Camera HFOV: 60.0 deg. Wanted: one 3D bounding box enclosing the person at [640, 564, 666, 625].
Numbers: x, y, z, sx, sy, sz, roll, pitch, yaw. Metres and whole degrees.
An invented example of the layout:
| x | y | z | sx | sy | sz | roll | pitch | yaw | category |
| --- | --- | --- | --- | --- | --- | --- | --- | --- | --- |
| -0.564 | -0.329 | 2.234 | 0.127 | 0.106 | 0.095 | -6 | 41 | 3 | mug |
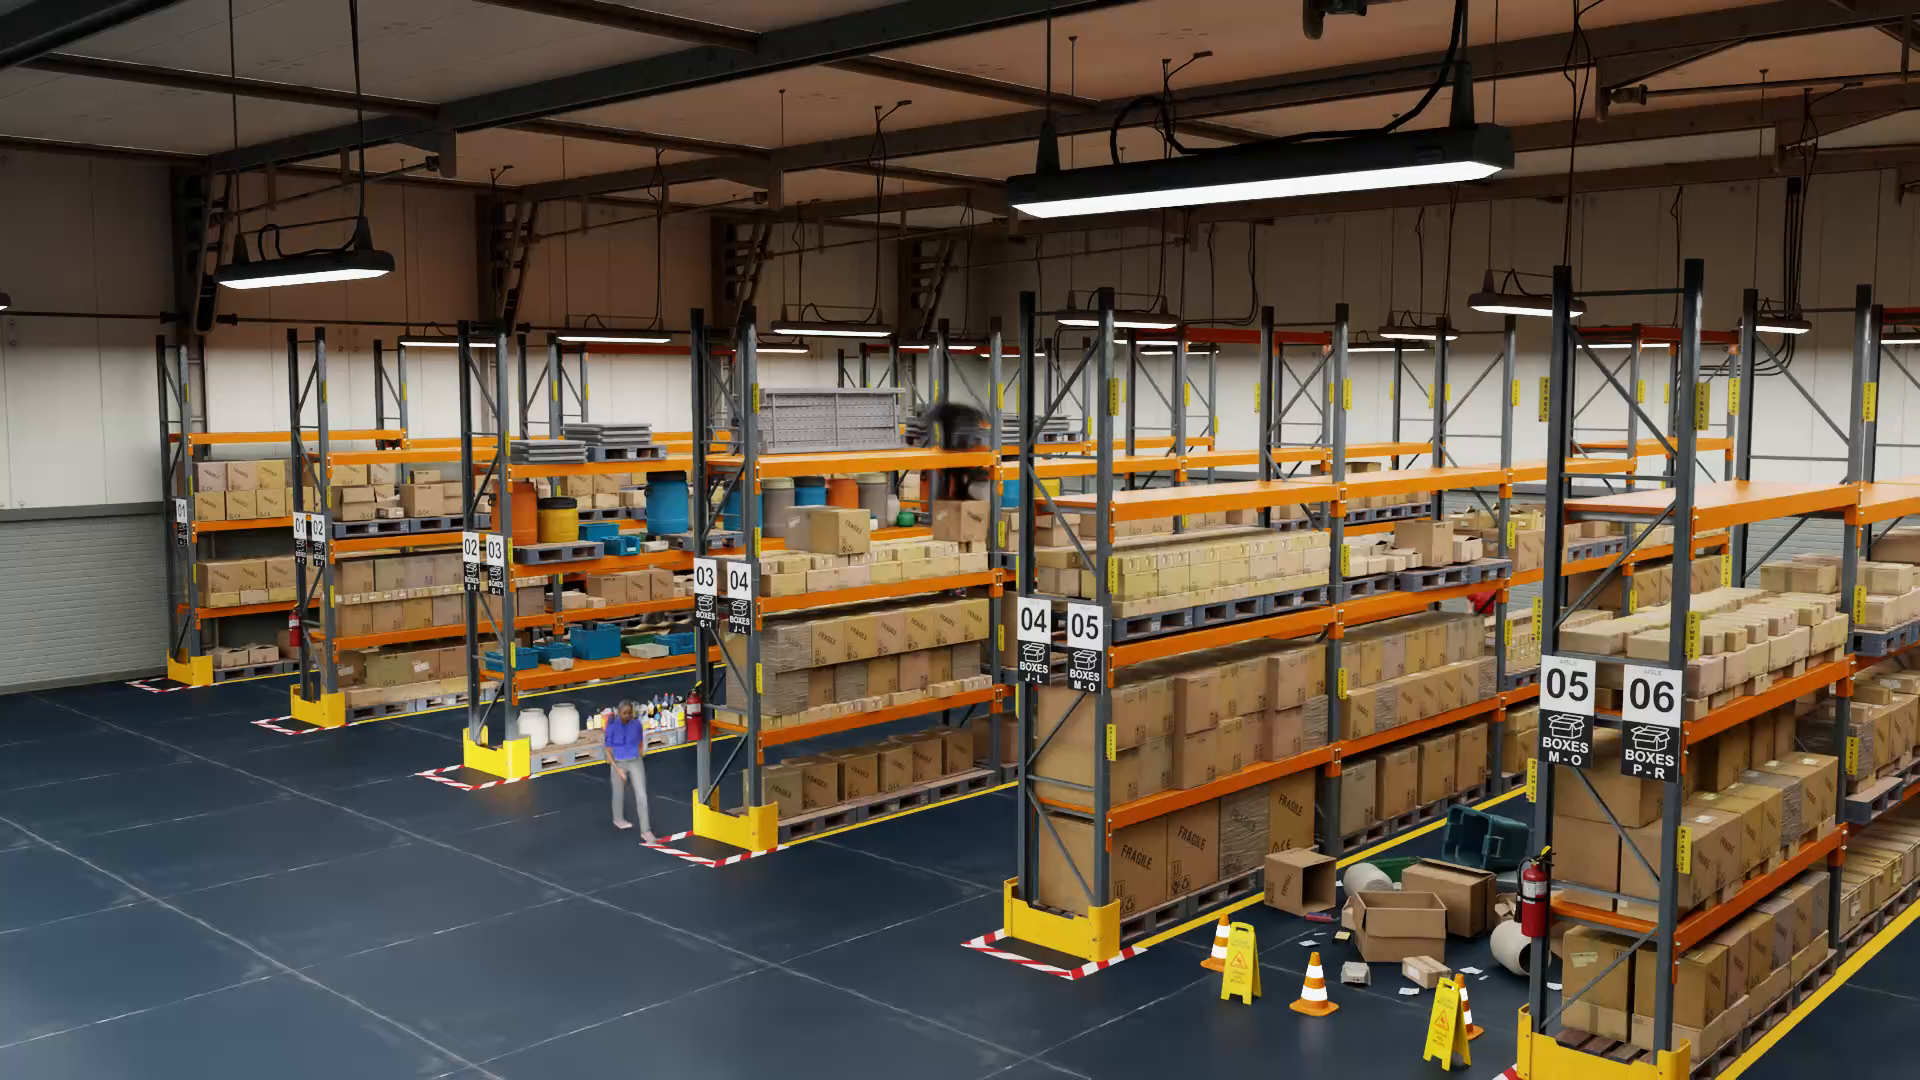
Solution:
| x | y | z | sx | sy | sz | roll | pitch | yaw | category |
| --- | --- | --- | --- | --- | --- | --- | --- | --- | --- |
| -5.904 | 1.310 | 32.222 | 0.586 | 1.726 | 0.709 | 5 | 7 | 40 | person |

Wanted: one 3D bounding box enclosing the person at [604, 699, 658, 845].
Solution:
| x | y | z | sx | sy | sz | roll | pitch | yaw | category |
| --- | --- | --- | --- | --- | --- | --- | --- | --- | --- |
| -3.769 | 2.578 | 18.902 | 0.545 | 1.590 | 0.992 | -2 | 6 | -17 | person |

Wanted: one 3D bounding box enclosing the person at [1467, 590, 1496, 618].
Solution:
| x | y | z | sx | sy | sz | roll | pitch | yaw | category |
| --- | --- | --- | --- | --- | --- | --- | --- | --- | --- |
| 9.749 | 1.425 | 30.953 | 0.685 | 1.643 | 0.826 | 2 | 6 | 25 | person |
